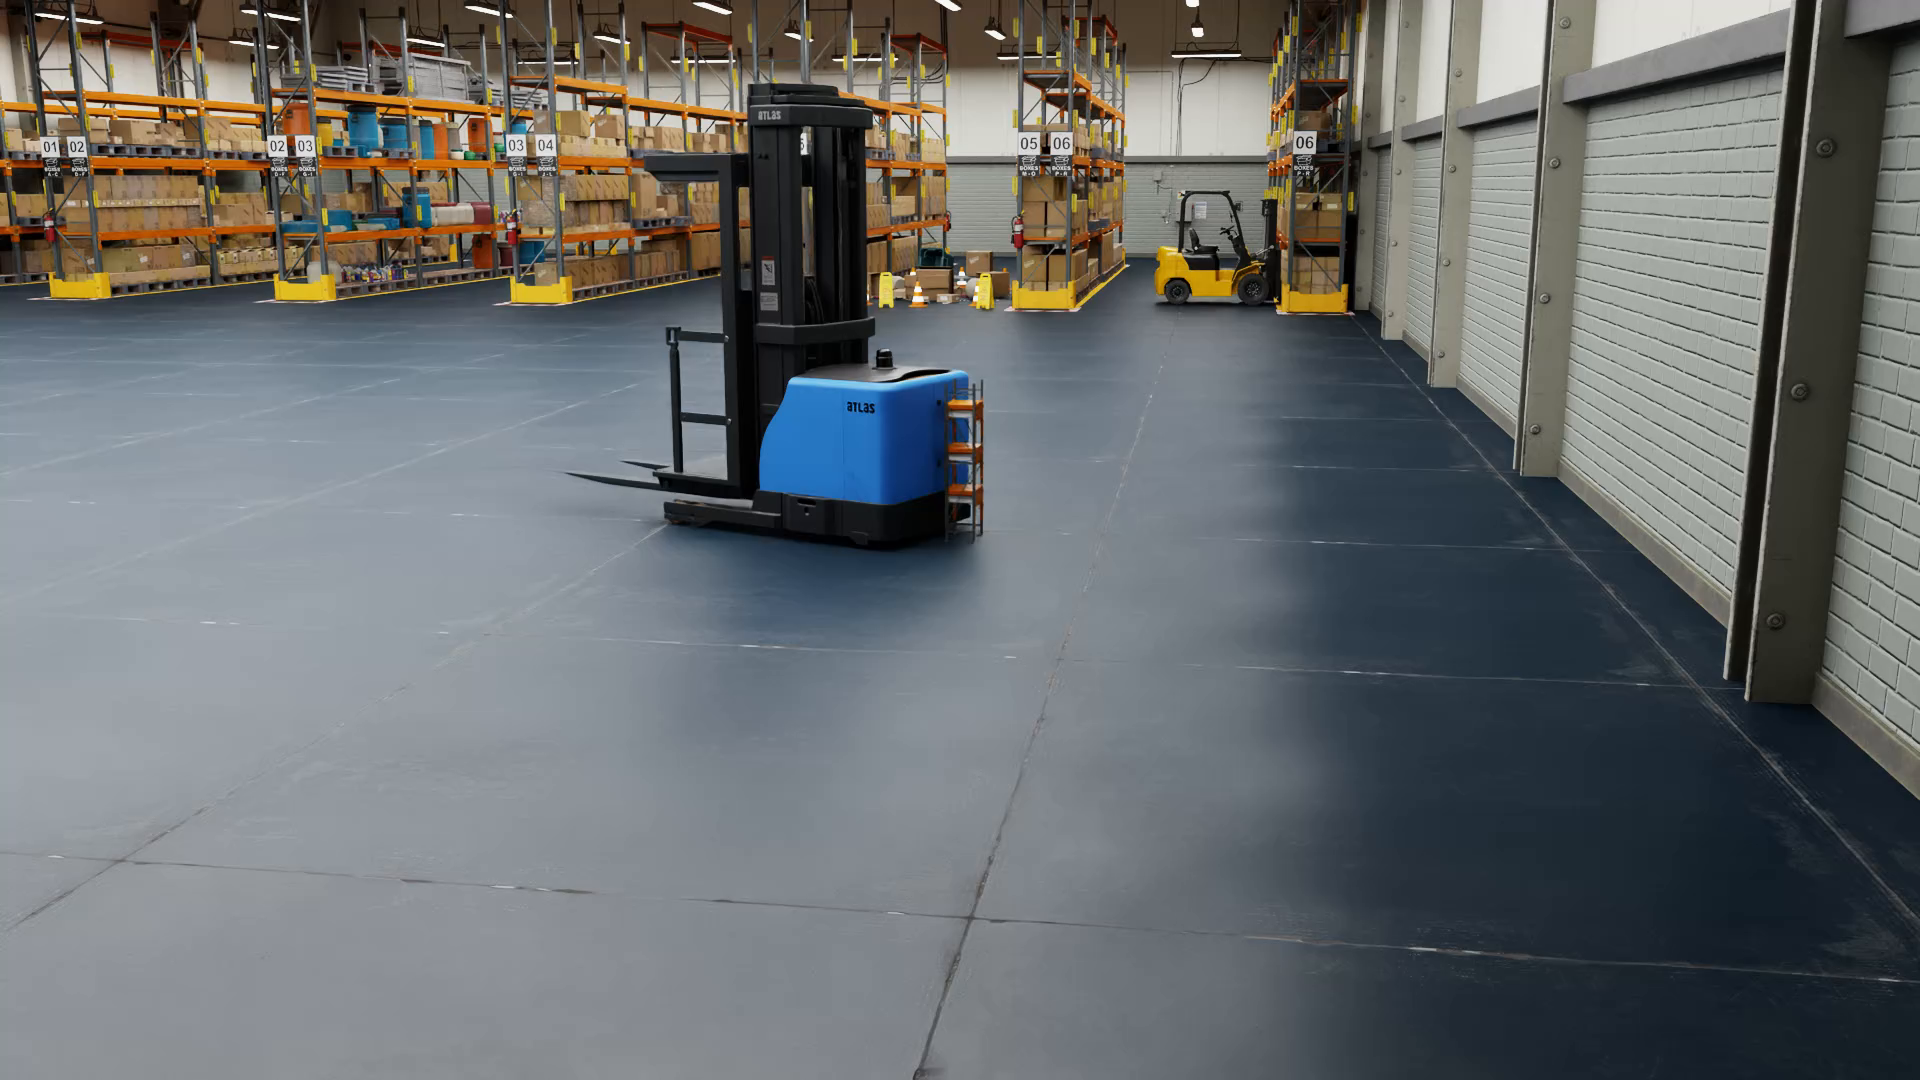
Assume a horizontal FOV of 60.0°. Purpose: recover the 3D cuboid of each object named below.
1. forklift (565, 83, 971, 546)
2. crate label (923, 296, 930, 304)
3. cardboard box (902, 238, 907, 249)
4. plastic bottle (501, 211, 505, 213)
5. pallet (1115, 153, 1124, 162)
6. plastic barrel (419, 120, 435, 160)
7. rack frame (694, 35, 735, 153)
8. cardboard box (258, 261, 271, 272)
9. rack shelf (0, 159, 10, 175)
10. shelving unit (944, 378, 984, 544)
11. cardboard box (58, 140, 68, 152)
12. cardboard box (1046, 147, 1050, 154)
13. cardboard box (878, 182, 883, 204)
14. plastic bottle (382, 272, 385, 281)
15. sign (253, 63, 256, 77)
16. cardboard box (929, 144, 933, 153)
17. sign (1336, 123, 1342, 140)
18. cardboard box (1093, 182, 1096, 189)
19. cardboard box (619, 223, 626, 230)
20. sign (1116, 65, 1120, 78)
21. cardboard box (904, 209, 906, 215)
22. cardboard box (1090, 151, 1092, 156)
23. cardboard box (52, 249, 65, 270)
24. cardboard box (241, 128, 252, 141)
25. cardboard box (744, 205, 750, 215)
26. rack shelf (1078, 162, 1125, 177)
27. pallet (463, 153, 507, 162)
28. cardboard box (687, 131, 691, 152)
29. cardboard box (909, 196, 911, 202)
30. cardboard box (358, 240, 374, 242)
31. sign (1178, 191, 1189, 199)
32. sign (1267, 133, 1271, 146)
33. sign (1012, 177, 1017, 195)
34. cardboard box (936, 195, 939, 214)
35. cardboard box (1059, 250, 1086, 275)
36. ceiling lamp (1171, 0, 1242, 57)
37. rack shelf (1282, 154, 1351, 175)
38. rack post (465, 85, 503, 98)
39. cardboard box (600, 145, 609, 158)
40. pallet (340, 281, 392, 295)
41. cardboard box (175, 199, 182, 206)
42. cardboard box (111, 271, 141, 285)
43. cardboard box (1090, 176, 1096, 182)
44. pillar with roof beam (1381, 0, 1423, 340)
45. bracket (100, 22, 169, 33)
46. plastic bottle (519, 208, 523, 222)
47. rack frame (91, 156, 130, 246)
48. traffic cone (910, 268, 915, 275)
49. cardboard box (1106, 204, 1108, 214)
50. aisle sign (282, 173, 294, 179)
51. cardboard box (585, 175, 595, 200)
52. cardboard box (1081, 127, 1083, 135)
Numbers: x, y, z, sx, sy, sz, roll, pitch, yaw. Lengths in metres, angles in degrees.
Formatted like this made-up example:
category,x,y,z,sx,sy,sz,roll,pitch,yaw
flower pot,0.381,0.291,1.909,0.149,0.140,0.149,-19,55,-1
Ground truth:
category,x,y,z,sx,sy,sz,roll,pitch,yaw
forklift,-1.450,-1.605,11.483,3.031,2.935,1.130,7,14,31
crate label,-0.735,-4.670,32.338,0.250,0.136,0.298,-5,13,-21
cardboard box,-1.602,-7.306,40.930,0.500,0.250,0.500,2,12,9
plastic bottle,-11.904,-8.401,43.151,0.152,0.276,0.135,2,12,9
pallet,3.920,-10.406,45.250,1.003,0.211,1.213,2,12,9
plastic barrel,-12.443,-9.218,38.337,0.600,0.901,0.708,2,12,9
rack frame,-6.384,-11.559,43.269,1.000,3.000,0.127,2,12,9
cardboard box,-16.859,-6.540,39.750,0.500,0.250,0.500,2,12,10
rack shelf,-22.605,-8.141,36.236,1.077,0.370,4.000,2,12,9
shelving unit,0.028,-0.521,10.917,0.215,1.050,0.252,3,12,12
cardboard box,-21.973,-9.535,40.704,0.797,0.503,0.637,4,13,17
cardboard box,1.526,-7.392,31.649,0.380,0.149,0.250,2,12,9
cardboard box,-2.192,-8.056,38.646,0.700,0.500,0.500,2,12,8
plastic bottle,-12.422,-5.659,35.730,0.097,0.201,0.097,0,12,0
sign,-17.325,-11.559,40.864,0.100,0.325,0.005,2,12,9
cardboard box,-1.015,-10.382,44.098,0.500,0.250,0.500,2,12,10
sign,7.632,-8.220,33.480,0.100,0.325,0.005,2,12,9
cardboard box,2.820,-7.840,36.770,0.380,0.149,0.250,1,12,6
cardboard box,-7.405,-6.732,35.708,0.380,0.149,0.250,2,12,9
sign,3.946,-11.718,41.602,0.100,0.325,0.005,2,12,9
cardboard box,-1.561,-8.167,41.368,0.380,0.149,0.250,2,12,11
cardboard box,2.587,-8.671,36.743,0.797,0.503,0.637,2,12,9
cardboard box,-22.052,-6.803,40.332,0.700,0.500,0.500,2,12,9
cardboard box,-20.537,-11.471,47.323,0.500,0.500,0.500,2,12,9
cardboard box,-5.971,-8.891,44.780,0.500,0.250,0.500,2,12,8
rack shelf,3.716,-9.836,44.103,1.077,0.370,4.000,2,12,9
pallet,-11.679,-9.484,41.210,1.003,0.211,1.213,2,12,9
cardboard box,-6.976,-9.645,40.266,0.797,0.503,0.637,3,12,12
cardboard box,-1.449,-8.618,42.051,0.380,0.149,0.250,1,12,7
cardboard box,-16.364,-8.069,46.204,0.500,0.500,0.500,2,12,9
sign,6.898,-10.663,51.390,0.339,0.242,0.001,2,12,9
sign,8.392,-10.889,45.206,0.100,0.325,0.005,2,12,9
sign,1.017,-6.550,30.768,0.100,0.325,0.005,2,12,9
cardboard box,-0.851,-9.157,45.419,0.500,0.500,0.500,2,12,9
cardboard box,2.276,-5.630,33.747,0.500,0.500,0.500,2,12,10
ceiling lamp,7.040,-15.397,47.224,2.000,3.185,0.800,2,12,9
rack shelf,6.776,-7.178,31.769,1.077,0.370,4.000,2,12,9
rack post,-11.822,-11.002,40.864,0.954,0.300,0.937,2,12,9
cardboard box,-7.590,-8.036,34.398,0.500,0.250,0.500,2,12,8
pallet,-12.838,-5.365,35.388,1.003,0.211,1.213,2,12,9
cardboard box,-17.349,-7.425,36.547,0.380,0.149,0.250,2,12,9
cardboard box,-17.642,-5.520,35.016,0.500,0.250,0.500,2,12,9
cardboard box,3.289,-9.286,42.811,0.380,0.149,0.250,2,12,10
pillar with roof beam,2.289,-7.586,24.834,9.100,9.000,0.400,2,12,9
bracket,-21.926,-13.336,42.971,0.076,0.066,4.783,2,12,9
plastic bottle,-11.265,-8.332,42.650,0.144,0.351,0.185,2,12,9
rack frame,-21.682,-8.275,42.272,1.000,3.000,0.127,2,12,9
traffic cone,-1.030,-5.769,36.666,0.336,0.463,0.334,2,12,9
cardboard box,3.285,-7.952,39.942,0.500,0.250,0.500,2,12,8
aisle sign,-20.144,-11.217,49.750,0.394,0.787,0.004,2,12,9
cardboard box,-7.716,-7.125,33.618,0.500,0.500,0.500,2,12,9
cardboard box,2.201,-7.974,32.459,0.380,0.149,0.250,2,12,9
